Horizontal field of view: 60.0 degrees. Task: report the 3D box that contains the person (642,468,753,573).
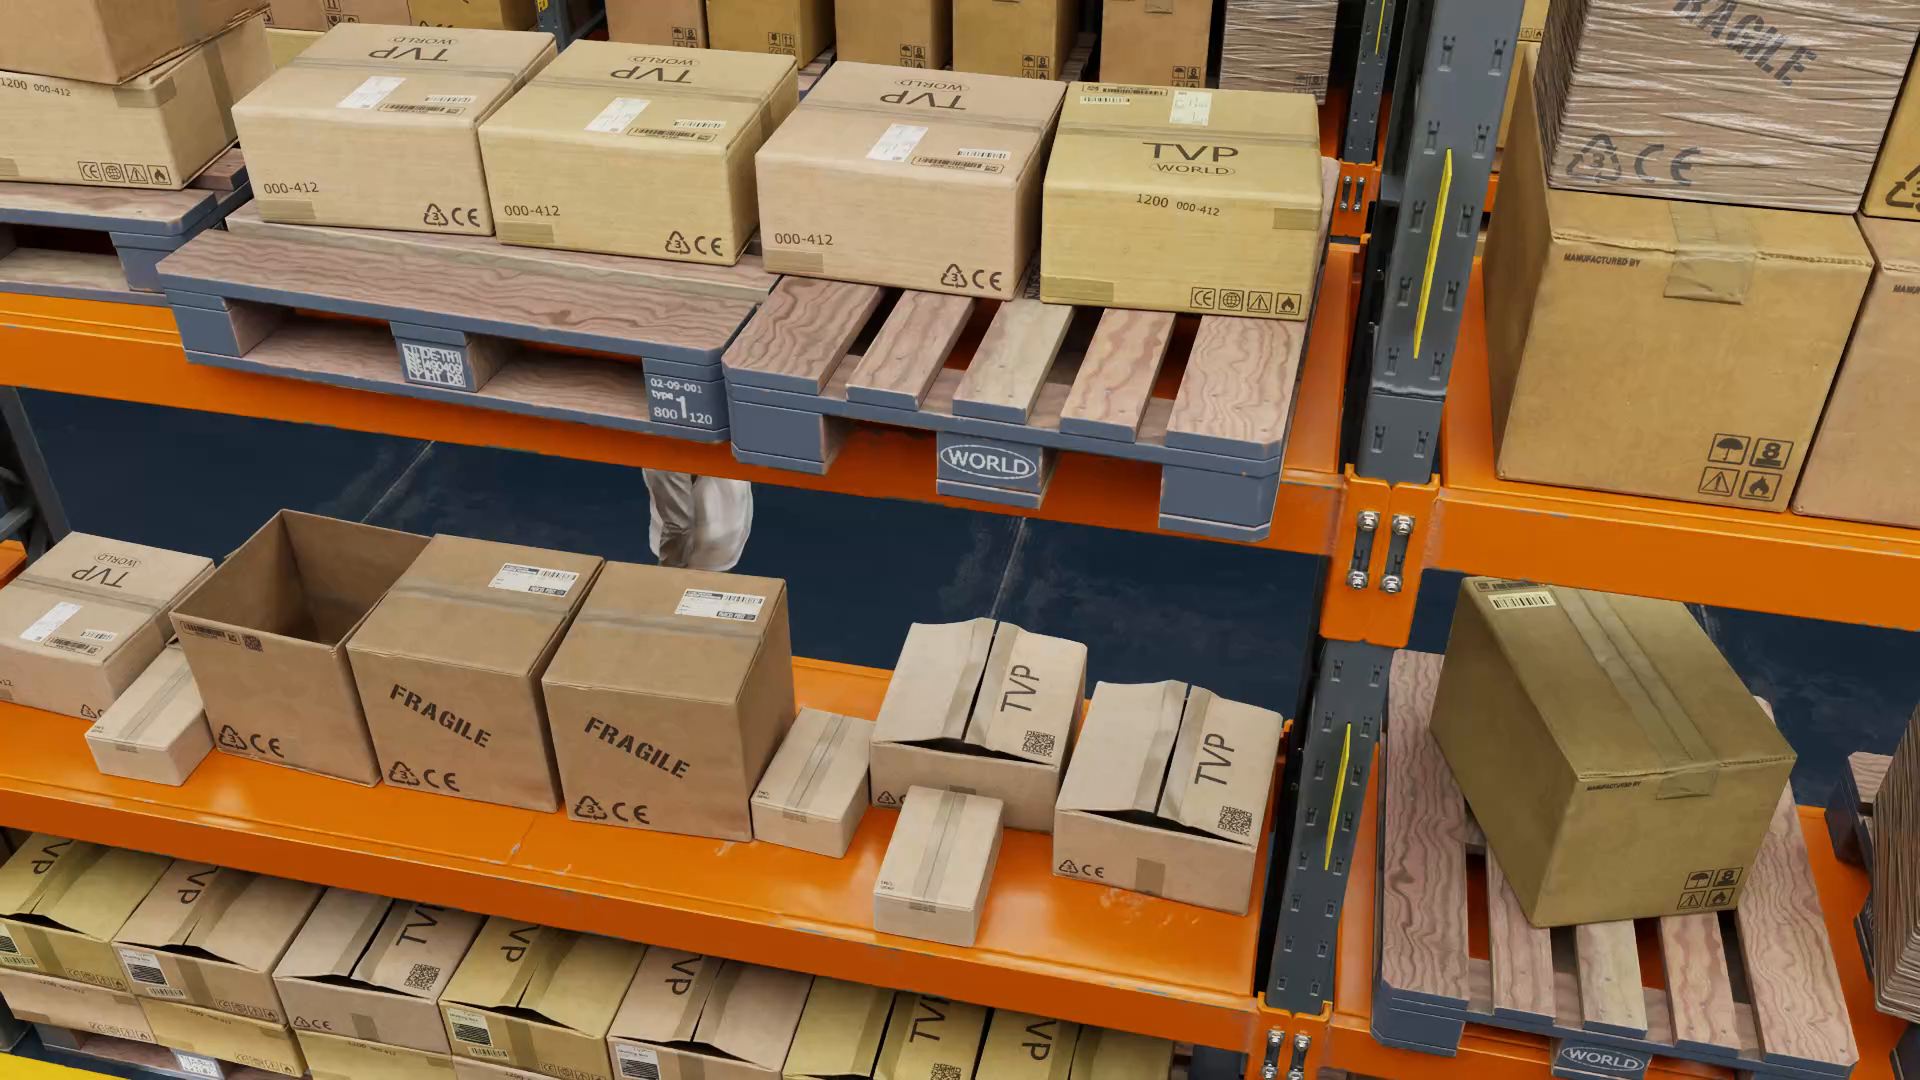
[{"bbox_3d":[-0.996,-0.013,6.145,0.465,1.769,0.582,6,37,8],"label":"person"}]
